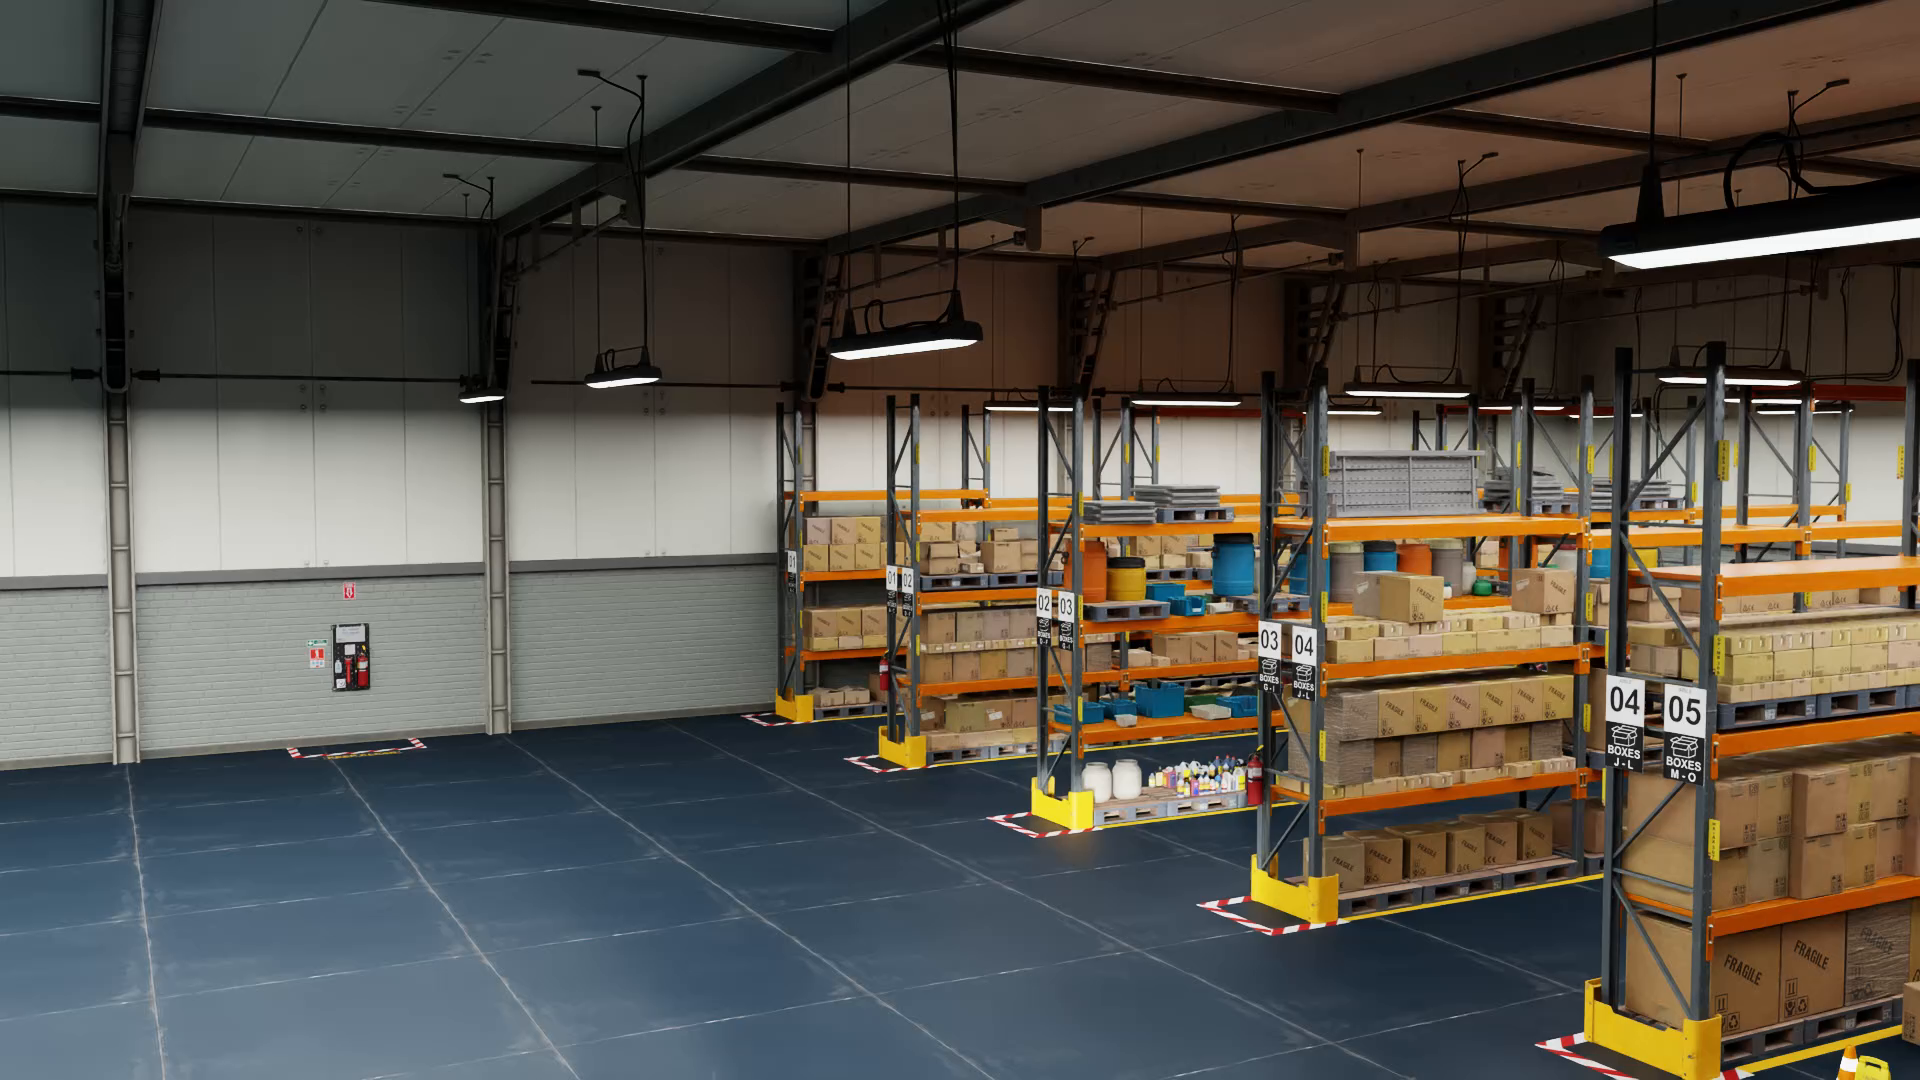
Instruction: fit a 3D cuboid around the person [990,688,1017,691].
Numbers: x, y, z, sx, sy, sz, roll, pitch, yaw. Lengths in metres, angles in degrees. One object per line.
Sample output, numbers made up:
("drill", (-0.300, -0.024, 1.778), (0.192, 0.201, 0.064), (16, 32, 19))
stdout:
("person", (0.755, 2.626, 30.240), (0.984, 1.609, 0.464), (-1, 3, -21))
